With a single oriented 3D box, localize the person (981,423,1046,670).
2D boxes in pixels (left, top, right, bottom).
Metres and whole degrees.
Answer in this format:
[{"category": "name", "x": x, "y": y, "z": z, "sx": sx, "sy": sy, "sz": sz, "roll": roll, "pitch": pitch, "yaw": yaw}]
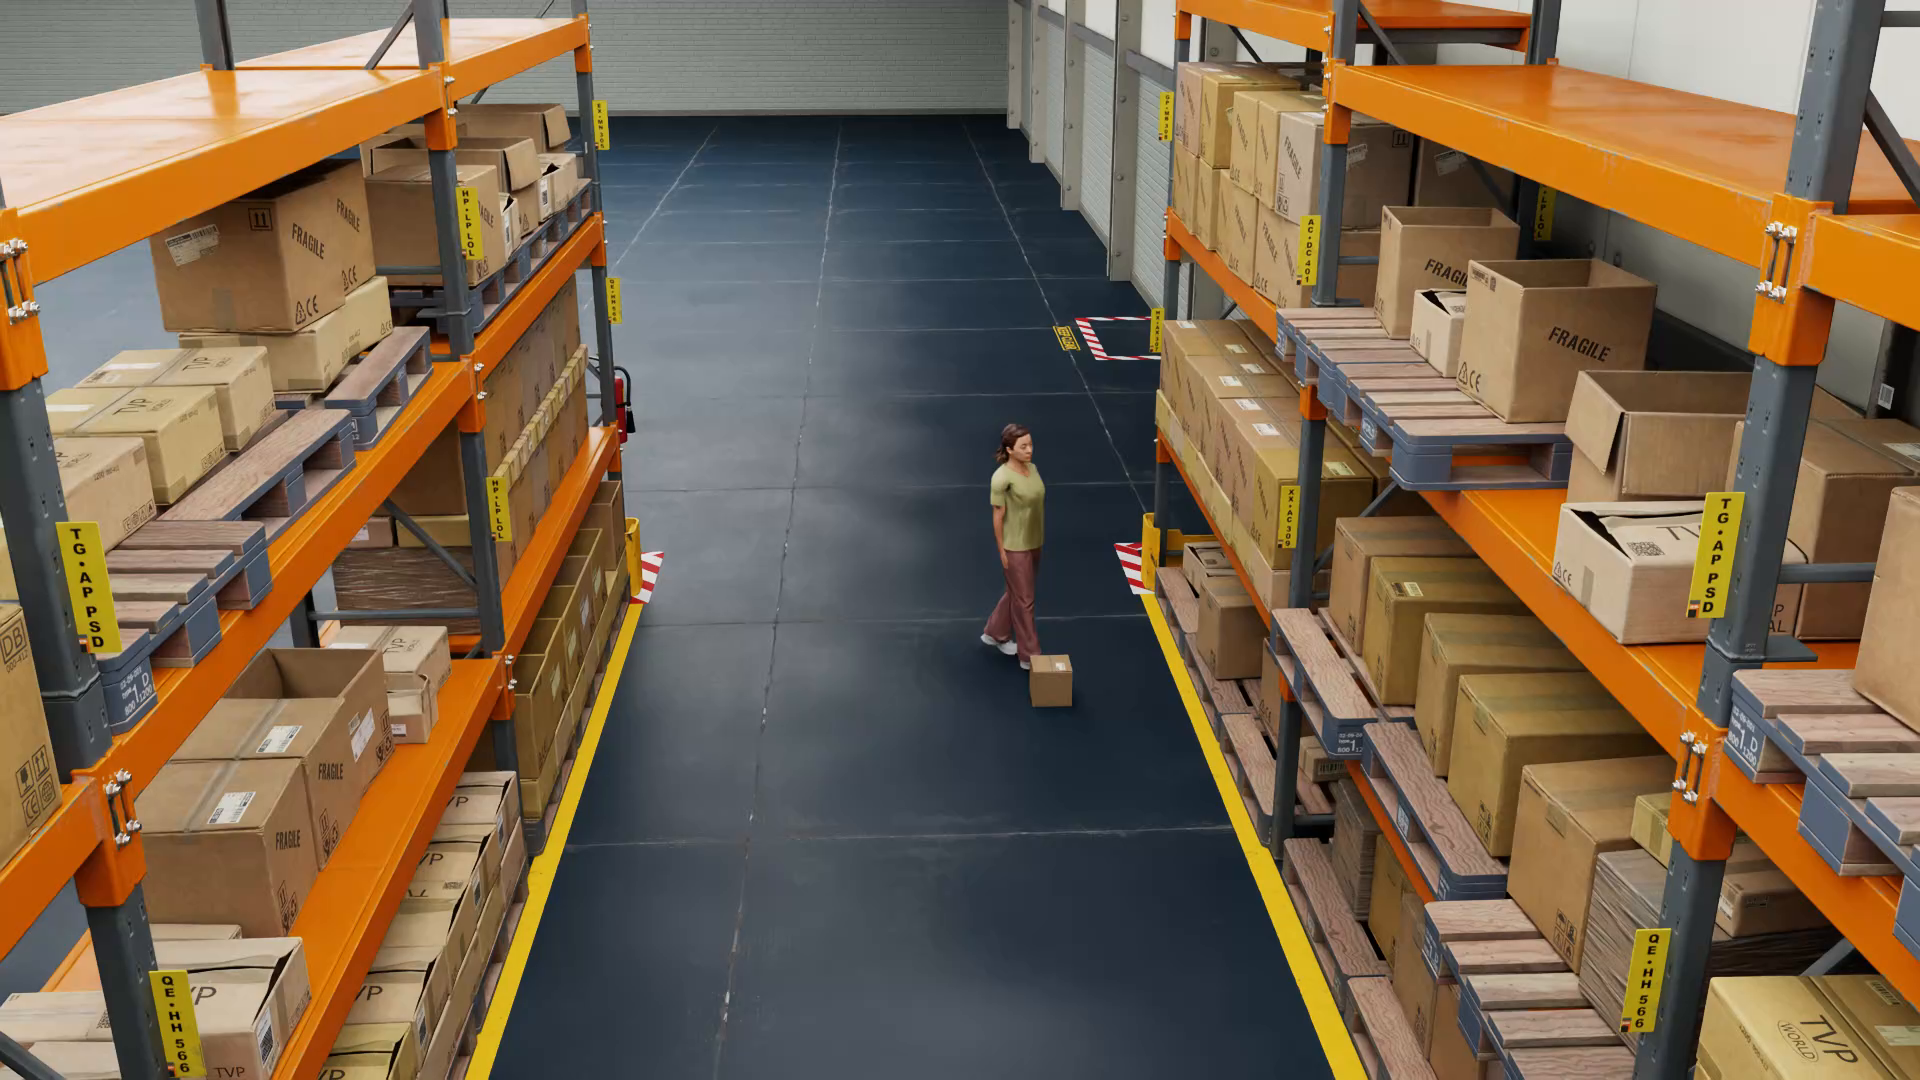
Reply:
[{"category": "person", "x": 0.405, "y": 0.040, "z": 10.953, "sx": 0.680, "sy": 1.662, "sz": 0.434, "roll": 15, "pitch": 25, "yaw": 34}]
